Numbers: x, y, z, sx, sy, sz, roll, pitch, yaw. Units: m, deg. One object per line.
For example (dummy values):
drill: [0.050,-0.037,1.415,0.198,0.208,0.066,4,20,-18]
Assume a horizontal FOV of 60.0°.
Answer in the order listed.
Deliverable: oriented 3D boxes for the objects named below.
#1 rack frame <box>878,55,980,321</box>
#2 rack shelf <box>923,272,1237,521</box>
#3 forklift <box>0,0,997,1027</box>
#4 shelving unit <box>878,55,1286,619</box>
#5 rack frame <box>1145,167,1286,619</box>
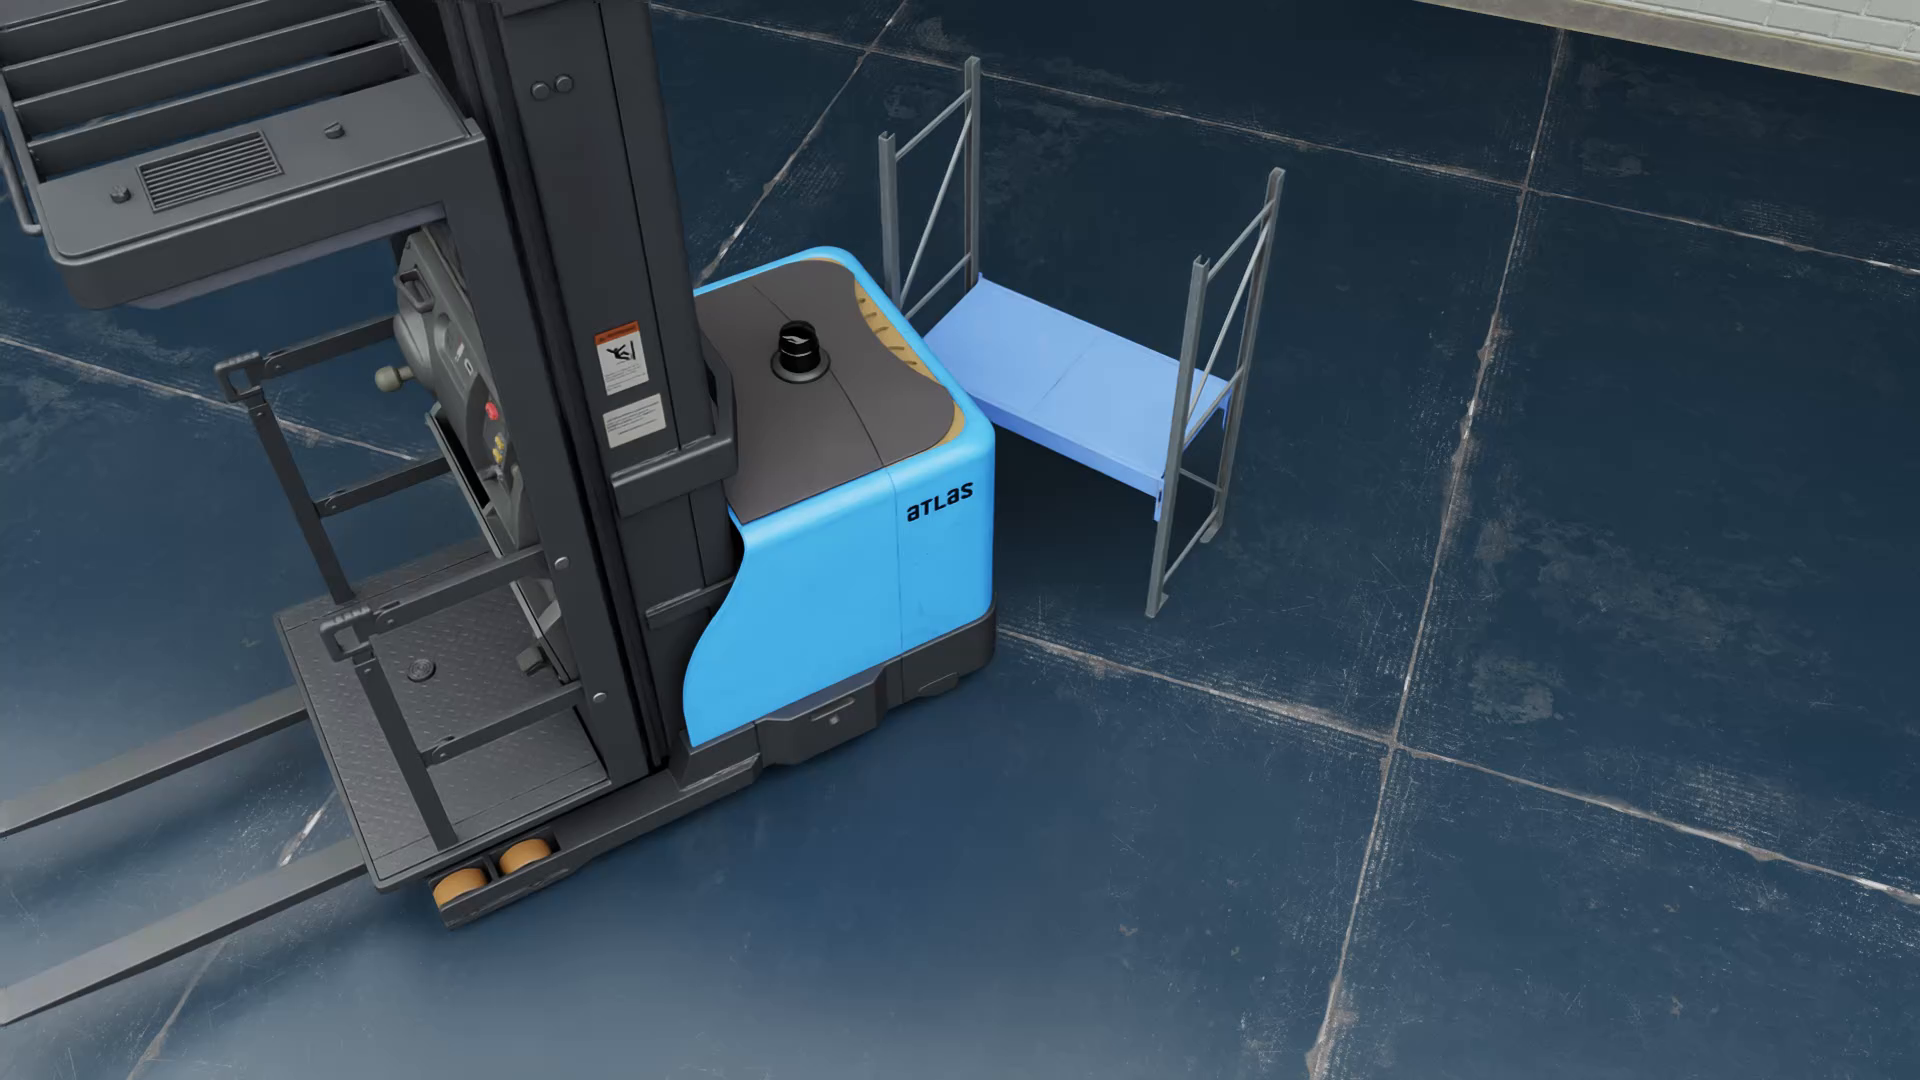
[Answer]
rack frame: [-0.087,-0.813,5.462,0.032,1.500,0.500,26,54,21]
rack shelf: [0.339,-0.486,5.416,1.000,0.185,0.538,26,54,21]
forklift: [-1.422,-0.320,4.088,3.031,2.935,1.130,-23,53,-19]
shelving unit: [0.339,-0.603,5.280,1.048,1.500,0.538,26,54,21]
rack frame: [0.765,-0.393,5.099,0.032,1.500,0.500,26,54,21]
